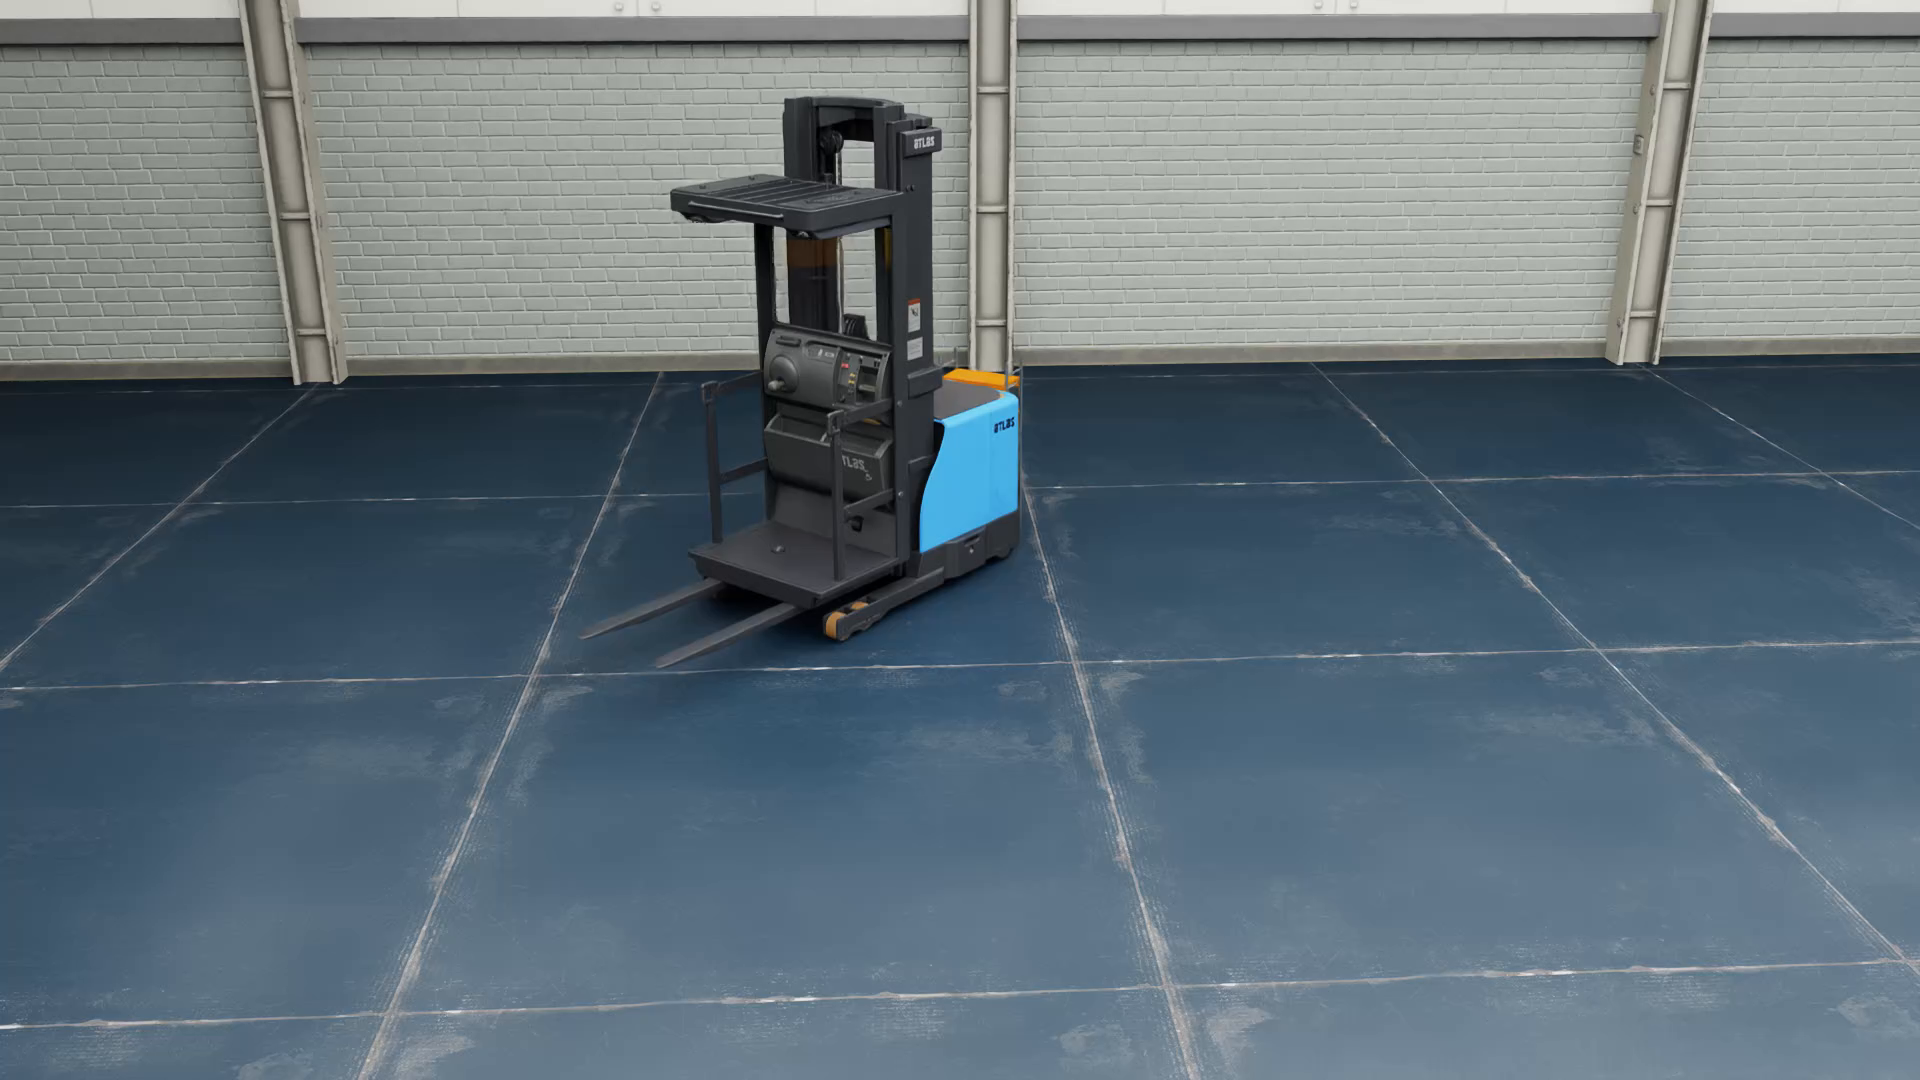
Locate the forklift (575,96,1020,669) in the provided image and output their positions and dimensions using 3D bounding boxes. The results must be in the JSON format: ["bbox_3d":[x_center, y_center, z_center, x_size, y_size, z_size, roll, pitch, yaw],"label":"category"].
[{"bbox_3d":[-0.915,-0.986,9.591,1.130,2.935,3.031,16,26,35],"label":"forklift"}]

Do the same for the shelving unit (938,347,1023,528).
[{"bbox_3d":[0.136,-0.654,11.151,0.503,1.200,0.258,10,23,25],"label":"shelving unit"}]

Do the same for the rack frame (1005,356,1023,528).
[{"bbox_3d":[0.353,-0.614,11.047,0.015,1.200,0.240,10,23,25],"label":"rack frame"}]

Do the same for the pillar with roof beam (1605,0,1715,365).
[{"bbox_3d":[6.511,-4.355,9.912,0.400,9.000,9.100,-1,21,-3],"label":"pillar with roof beam"}]

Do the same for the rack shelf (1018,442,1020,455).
[{"bbox_3d":[0.136,-0.591,11.175,0.480,0.148,0.258,10,23,25],"label":"rack shelf"}]

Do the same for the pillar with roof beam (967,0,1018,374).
[{"bbox_3d":[0.520,-4.233,9.592,0.400,9.000,9.100,-1,21,-3],"label":"pillar with roof beam"}]

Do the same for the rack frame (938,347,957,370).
[{"bbox_3d":[-0.081,-0.693,11.256,0.015,1.200,0.240,10,23,25],"label":"rack frame"}]

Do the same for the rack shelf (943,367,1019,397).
[{"bbox_3d":[0.136,-1.021,11.012,0.480,0.148,0.258,10,23,25],"label":"rack shelf"}]

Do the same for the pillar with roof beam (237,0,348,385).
[{"bbox_3d":[-5.470,-4.111,9.272,0.400,9.000,9.100,-1,21,-3],"label":"pillar with roof beam"}]
